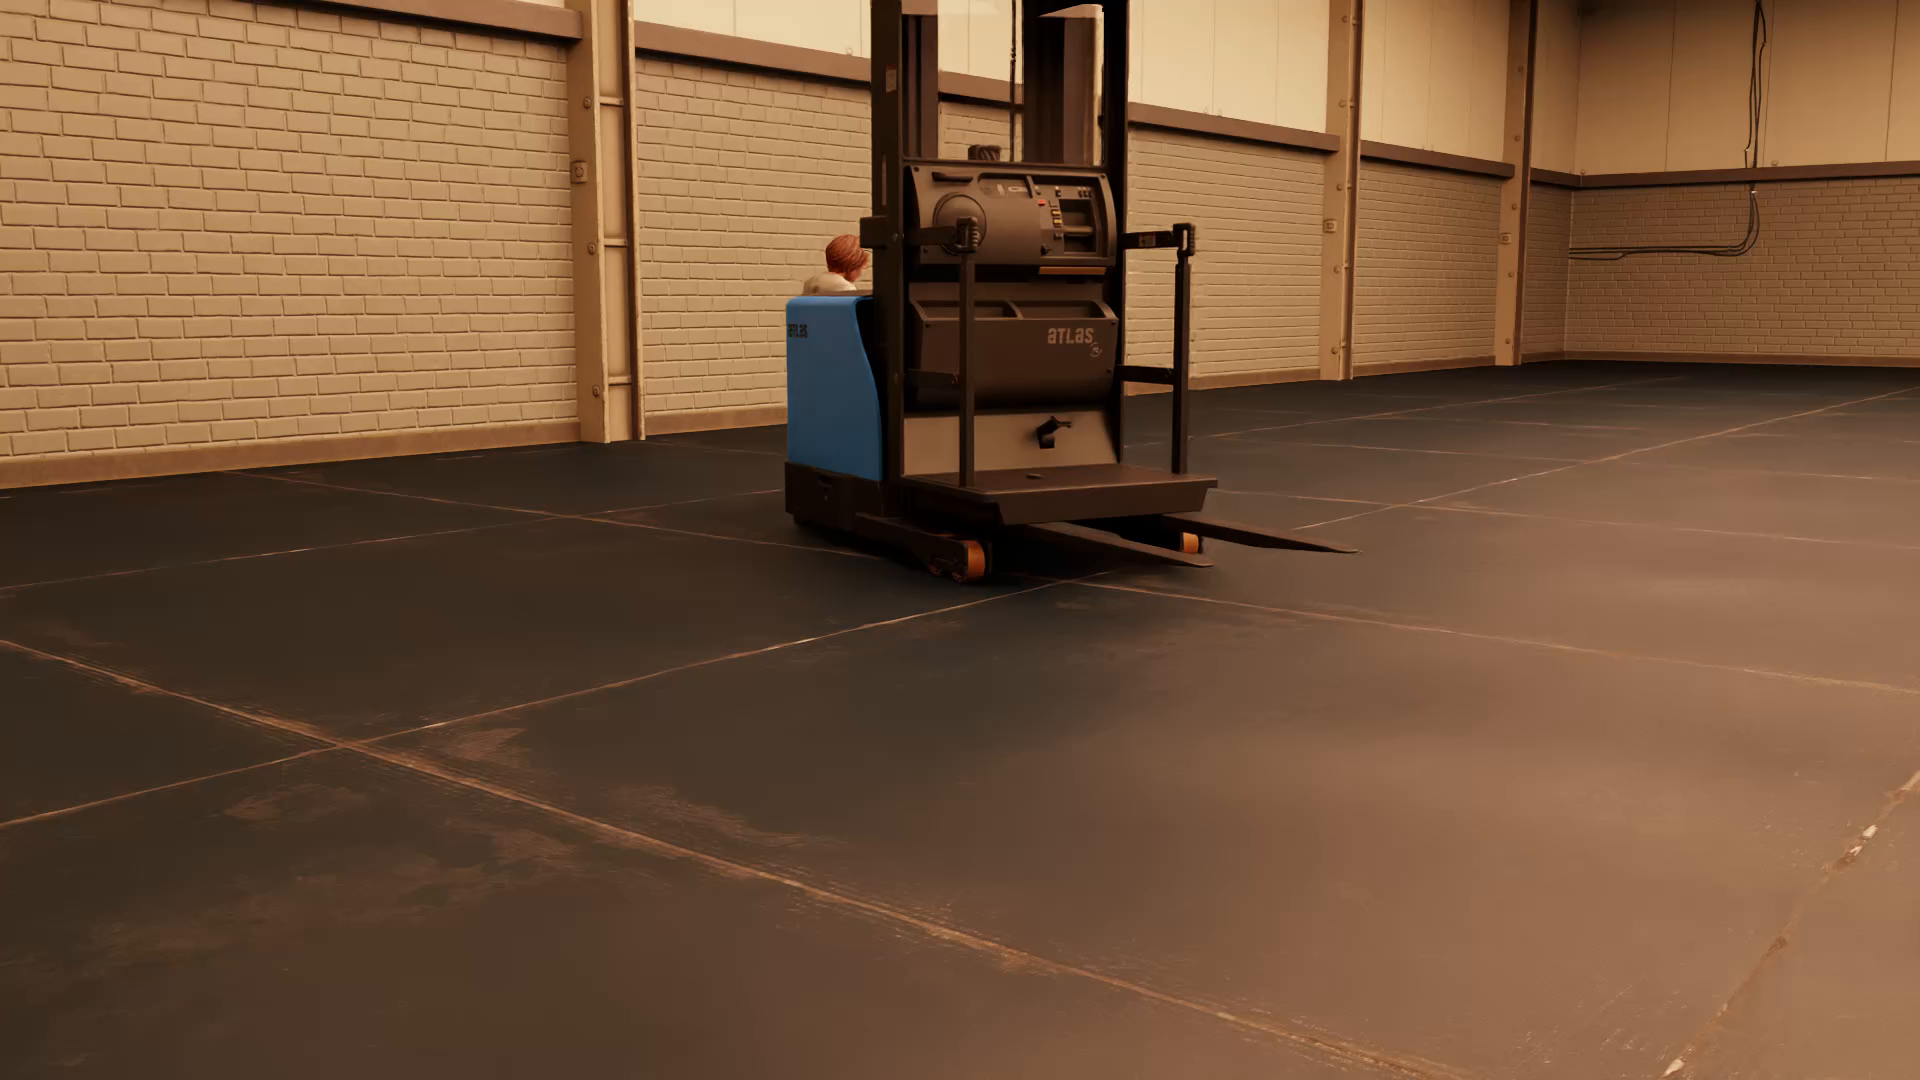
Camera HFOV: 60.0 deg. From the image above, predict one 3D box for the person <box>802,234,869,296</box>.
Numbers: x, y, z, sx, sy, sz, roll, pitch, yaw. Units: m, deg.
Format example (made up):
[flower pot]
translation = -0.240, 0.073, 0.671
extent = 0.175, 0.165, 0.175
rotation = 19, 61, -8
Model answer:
[person]
translation = -0.498, -0.886, 8.656
extent = 0.683, 1.379, 0.796
rotation = -6, 10, -37

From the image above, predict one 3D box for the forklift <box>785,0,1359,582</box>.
[forklift]
translation = 0.330, -1.363, 6.598
extent = 1.130, 2.935, 3.031
rotation = -5, 9, -28
